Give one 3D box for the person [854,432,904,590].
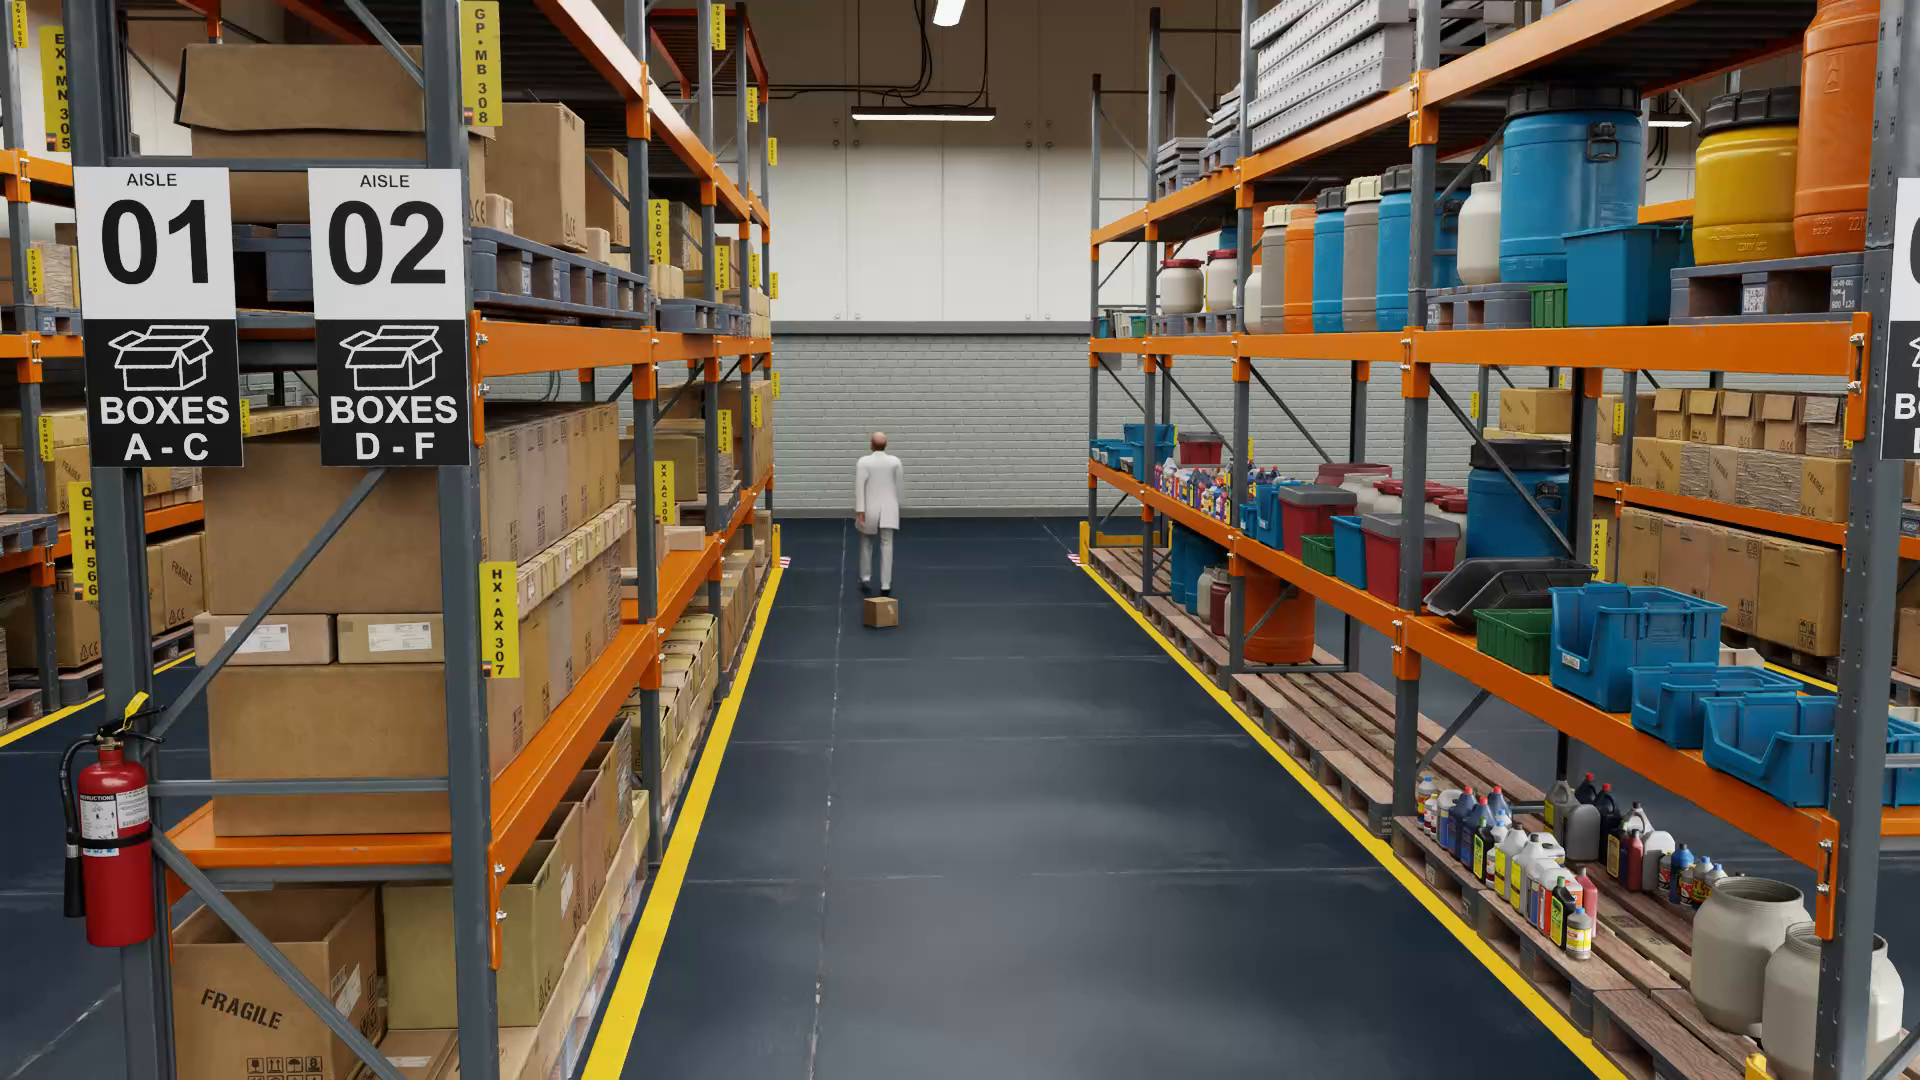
[{"bbox_3d":[-0.914,-0.342,18.611,0.571,1.753,0.969,-1,7,-8],"label":"person"}]
